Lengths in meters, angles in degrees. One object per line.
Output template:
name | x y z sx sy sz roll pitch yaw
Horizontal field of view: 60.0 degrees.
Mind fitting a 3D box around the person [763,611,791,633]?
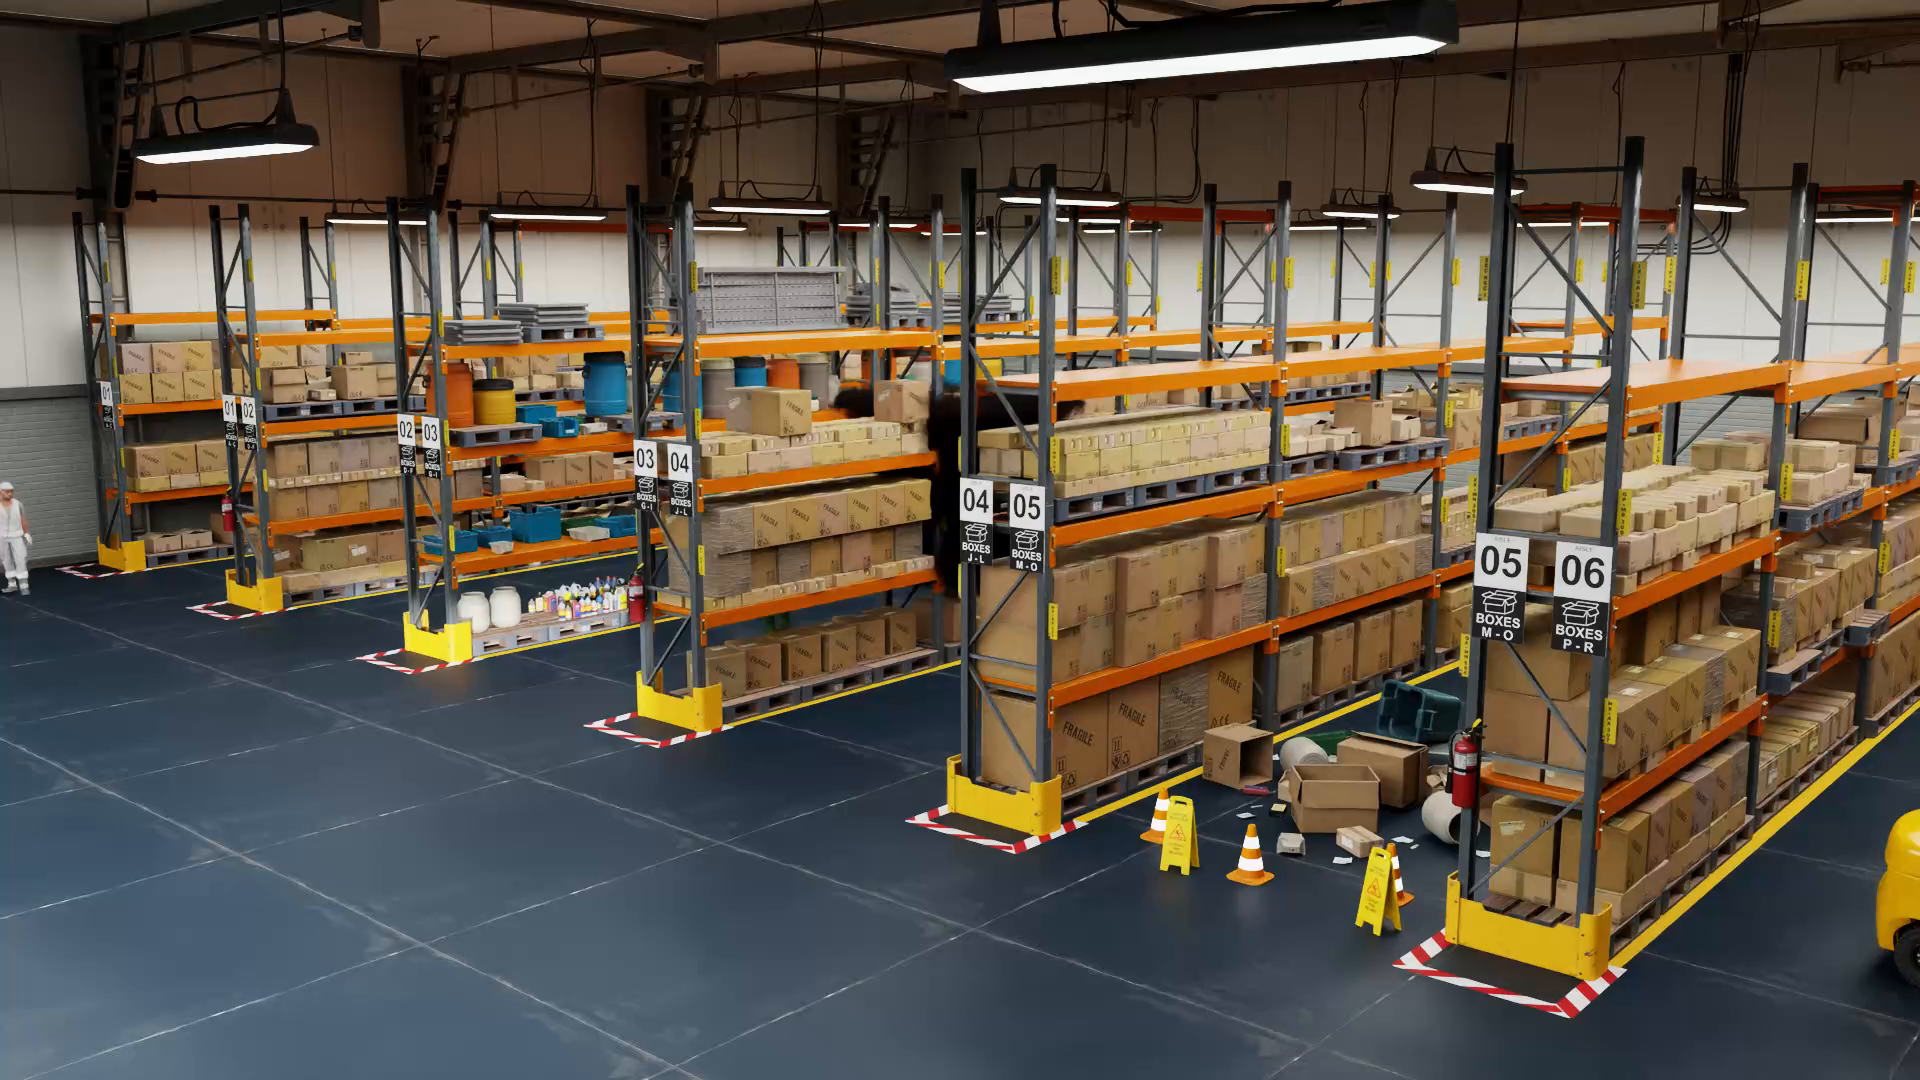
person | -2.459 0.399 21.825 0.504 1.870 0.482 0 9 3

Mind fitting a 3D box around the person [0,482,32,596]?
person | -14.892 -0.020 26.033 0.583 1.782 0.633 -4 10 -24
